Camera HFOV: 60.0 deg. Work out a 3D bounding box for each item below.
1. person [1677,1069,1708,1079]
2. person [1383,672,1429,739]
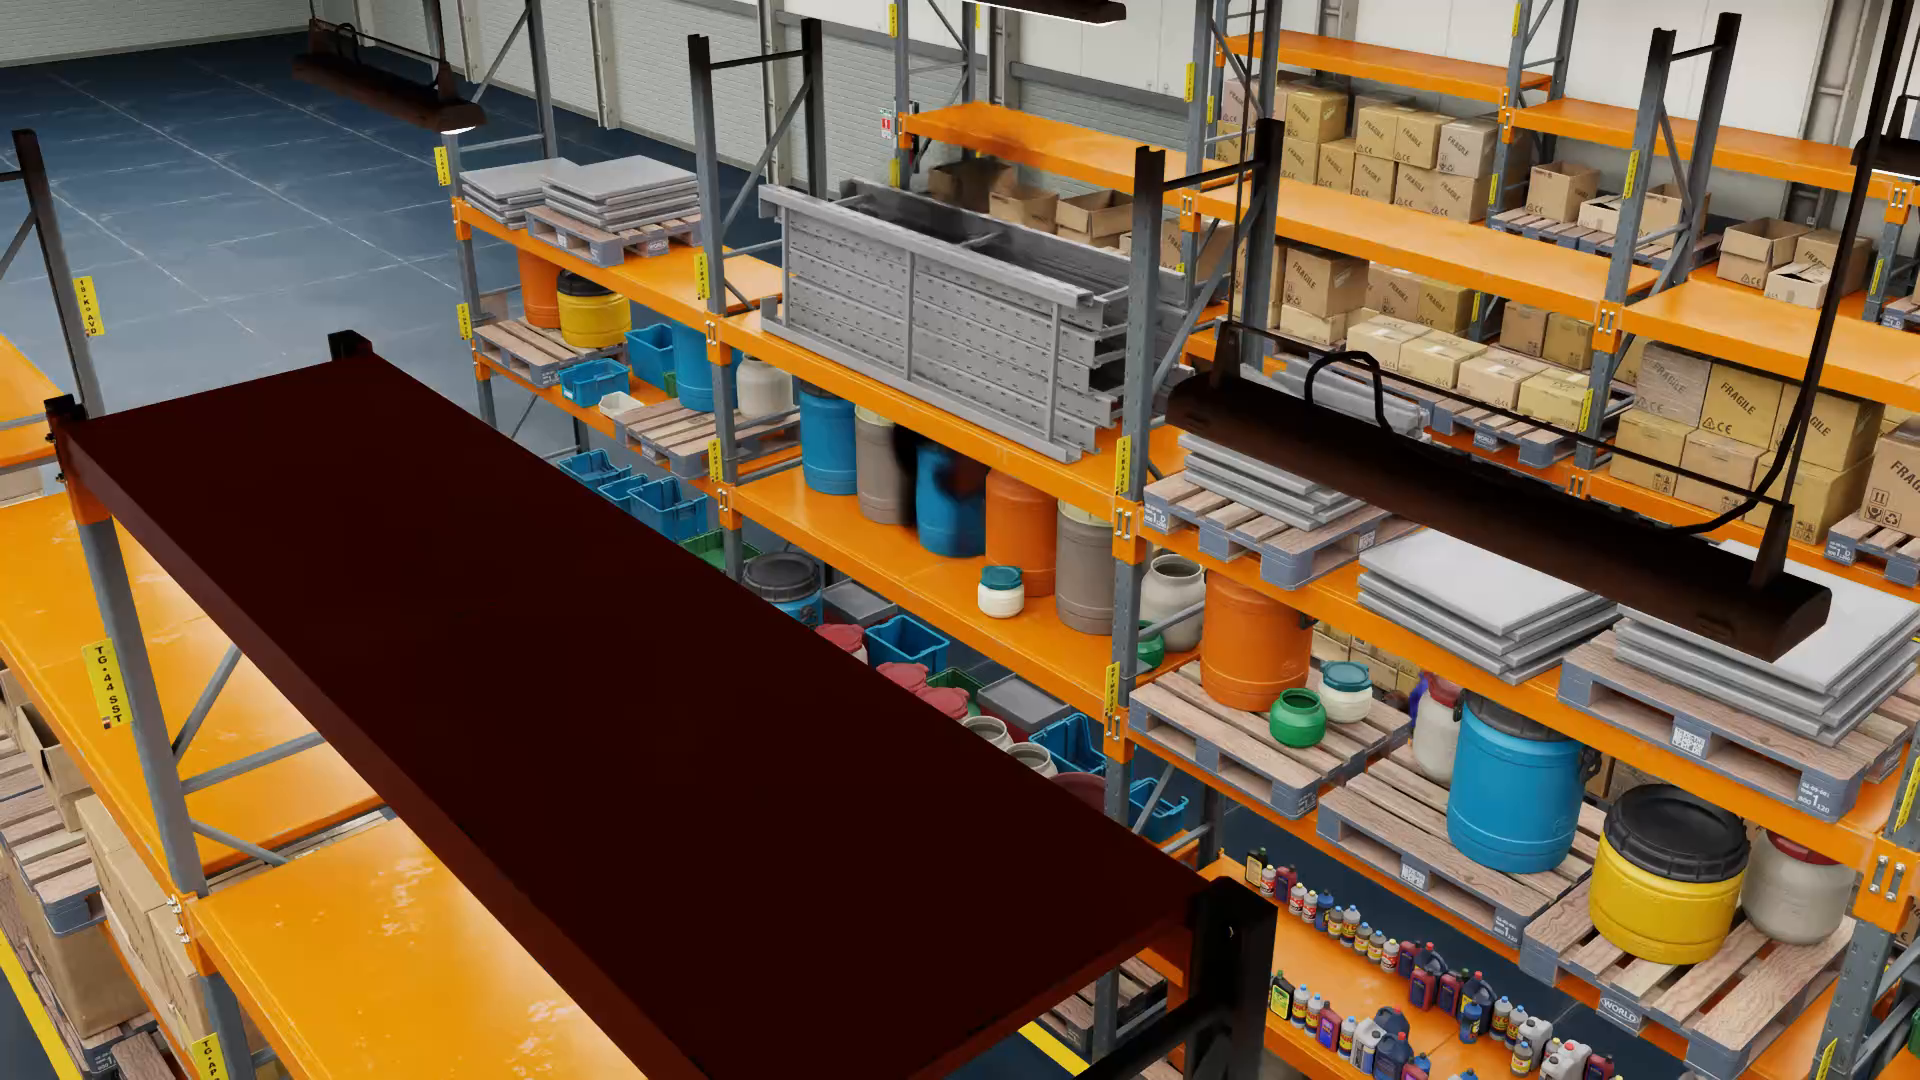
[{"bbox_3d":[4.383,3.045,9.584,0.912,1.788,0.689,21,34,35],"label":"person"},{"bbox_3d":[3.449,1.515,12.363,0.584,1.655,0.811,-23,35,-38],"label":"person"}]
